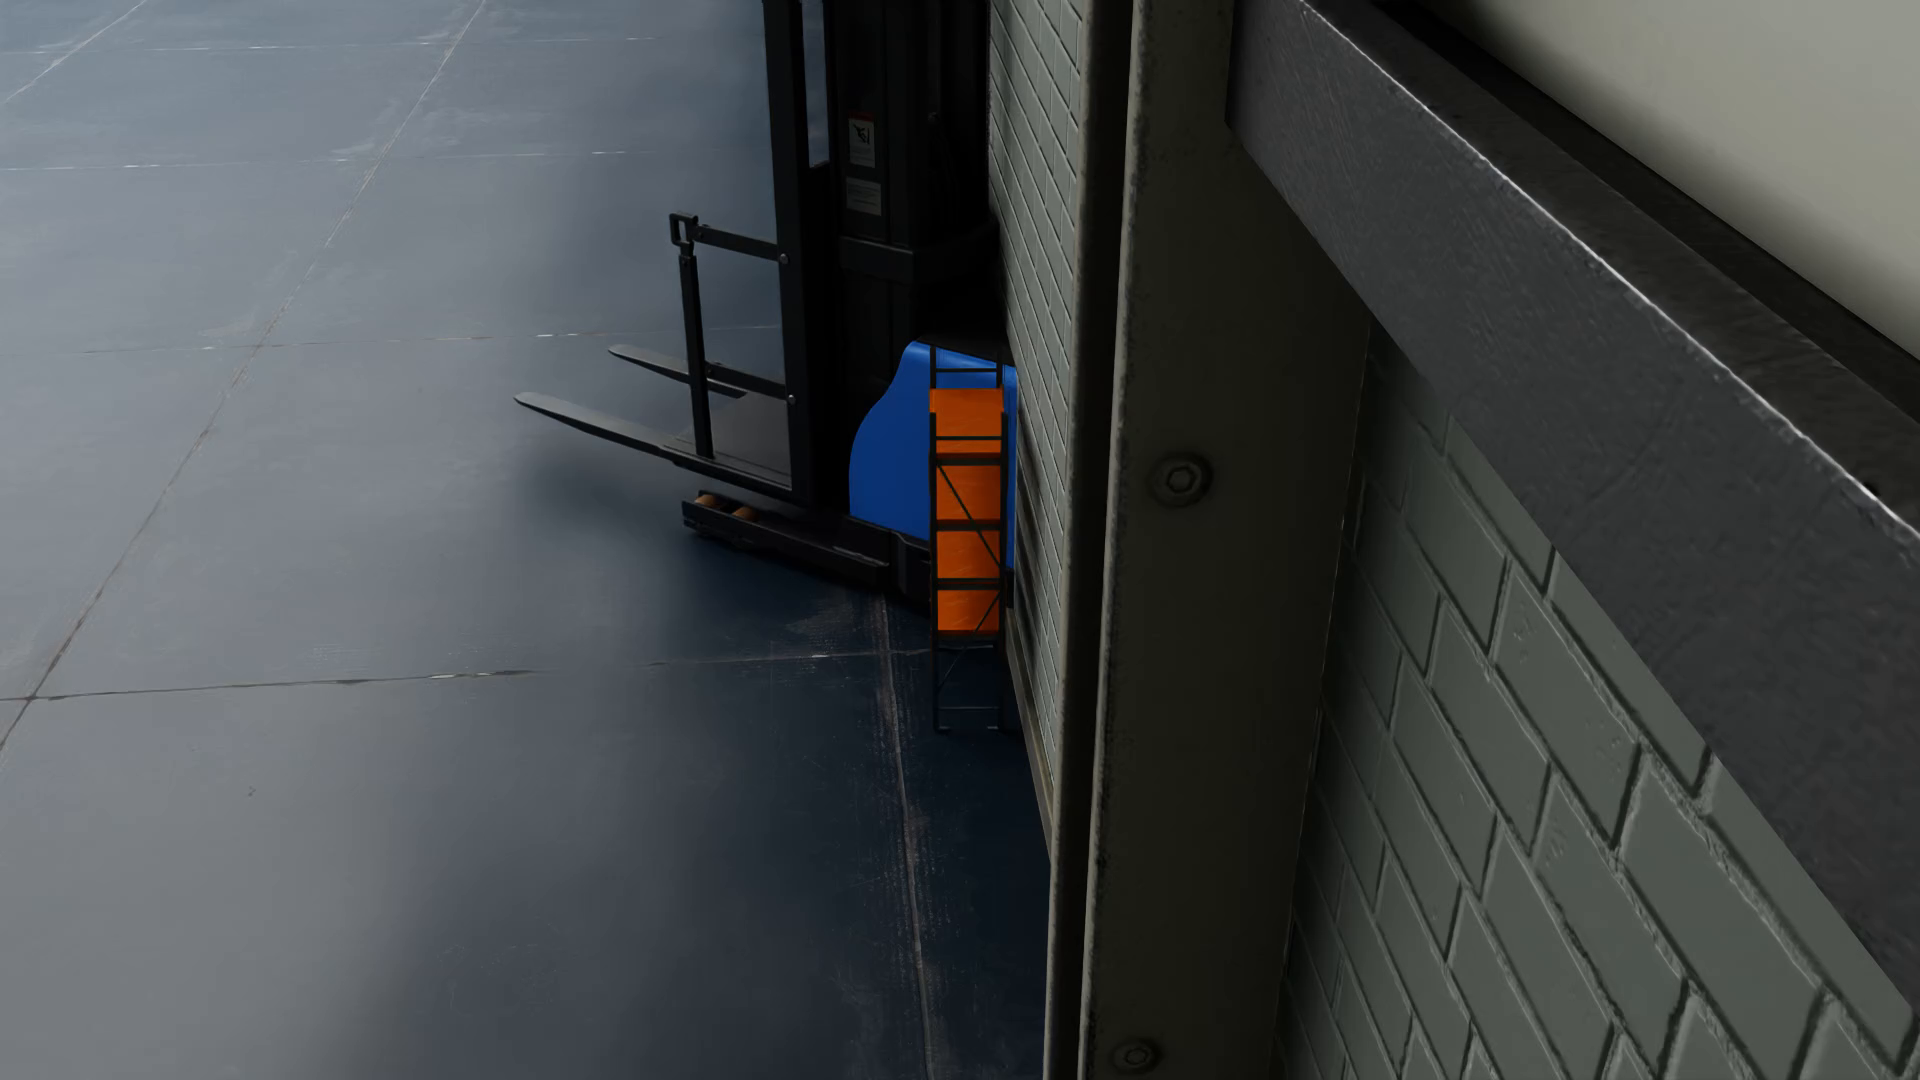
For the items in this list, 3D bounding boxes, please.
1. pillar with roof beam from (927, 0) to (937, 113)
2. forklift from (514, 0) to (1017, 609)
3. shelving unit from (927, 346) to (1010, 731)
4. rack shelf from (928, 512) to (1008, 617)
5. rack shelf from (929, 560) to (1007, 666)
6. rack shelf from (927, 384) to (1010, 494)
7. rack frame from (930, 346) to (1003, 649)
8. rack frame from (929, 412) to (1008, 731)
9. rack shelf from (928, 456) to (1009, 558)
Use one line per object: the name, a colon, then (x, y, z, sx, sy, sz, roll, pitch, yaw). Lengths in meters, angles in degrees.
pillar with roof beam: (-4.515, -4.794, 6.001, 9.100, 9.000, 0.400, -3, 31, -5)
forklift: (-0.526, -1.429, 6.284, 3.031, 2.935, 1.130, 18, 35, 27)
shelving unit: (0.024, 0.006, 5.570, 0.258, 1.200, 0.503, 0, 31, -1)
rack shelf: (0.024, 0.064, 5.605, 0.258, 0.148, 0.480, 0, 31, -1)
rack shelf: (0.024, 0.234, 5.707, 0.258, 0.148, 0.480, 0, 31, -1)
rack shelf: (0.024, -0.332, 5.369, 0.258, 0.148, 0.480, 0, 31, -1)
rack frame: (0.021, -0.119, 5.780, 0.240, 1.200, 0.015, 0, 31, -1)
rack frame: (0.027, 0.131, 5.361, 0.240, 1.200, 0.015, 0, 31, -1)
rack shelf: (0.024, -0.128, 5.490, 0.258, 0.148, 0.480, 0, 31, -1)
